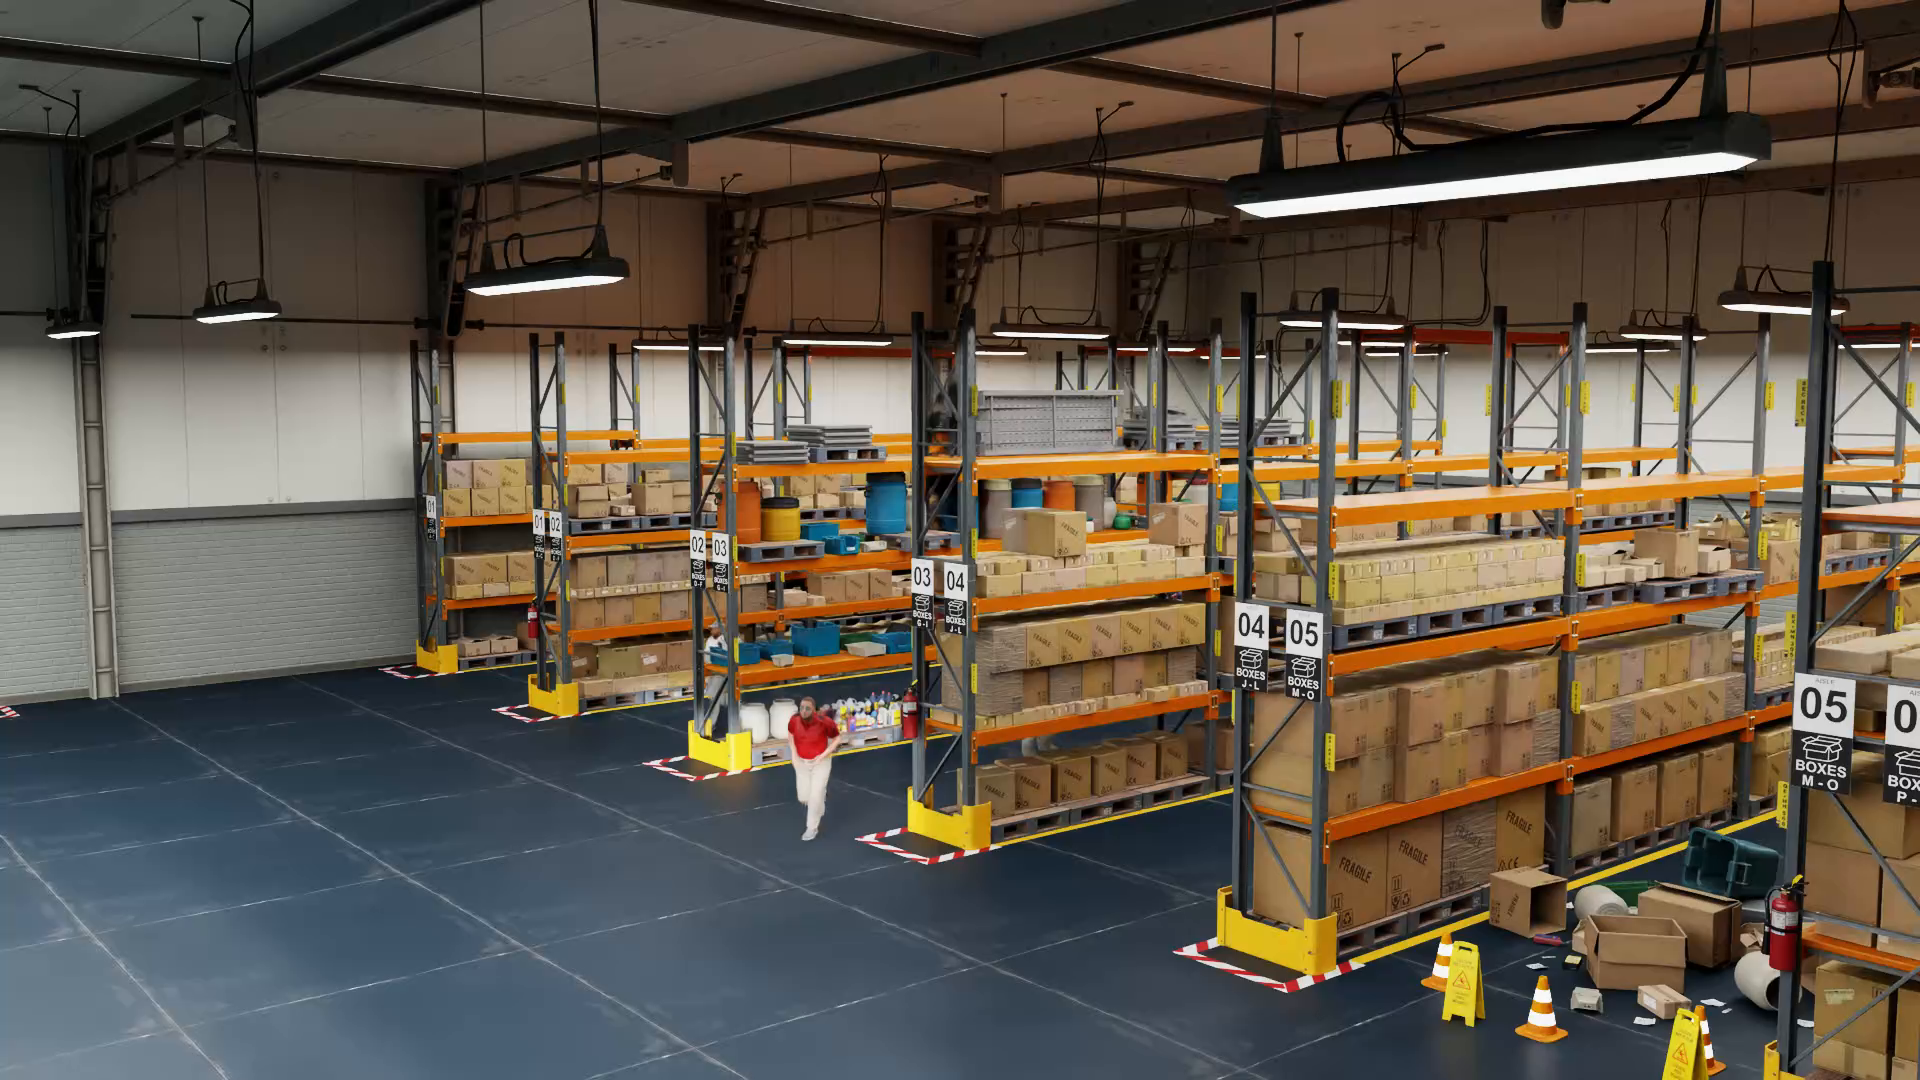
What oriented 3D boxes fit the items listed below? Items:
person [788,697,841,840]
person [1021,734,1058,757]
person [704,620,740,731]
[{"bbox_3d":[-1.668,2.586,19.108,0.650,1.659,0.701,1,5,10],"label":"person"},{"bbox_3d":[1.039,2.278,21.652,0.658,1.765,0.828,5,7,44],"label":"person"},{"bbox_3d":[-3.616,2.030,25.018,0.614,1.665,0.900,5,7,41],"label":"person"}]
